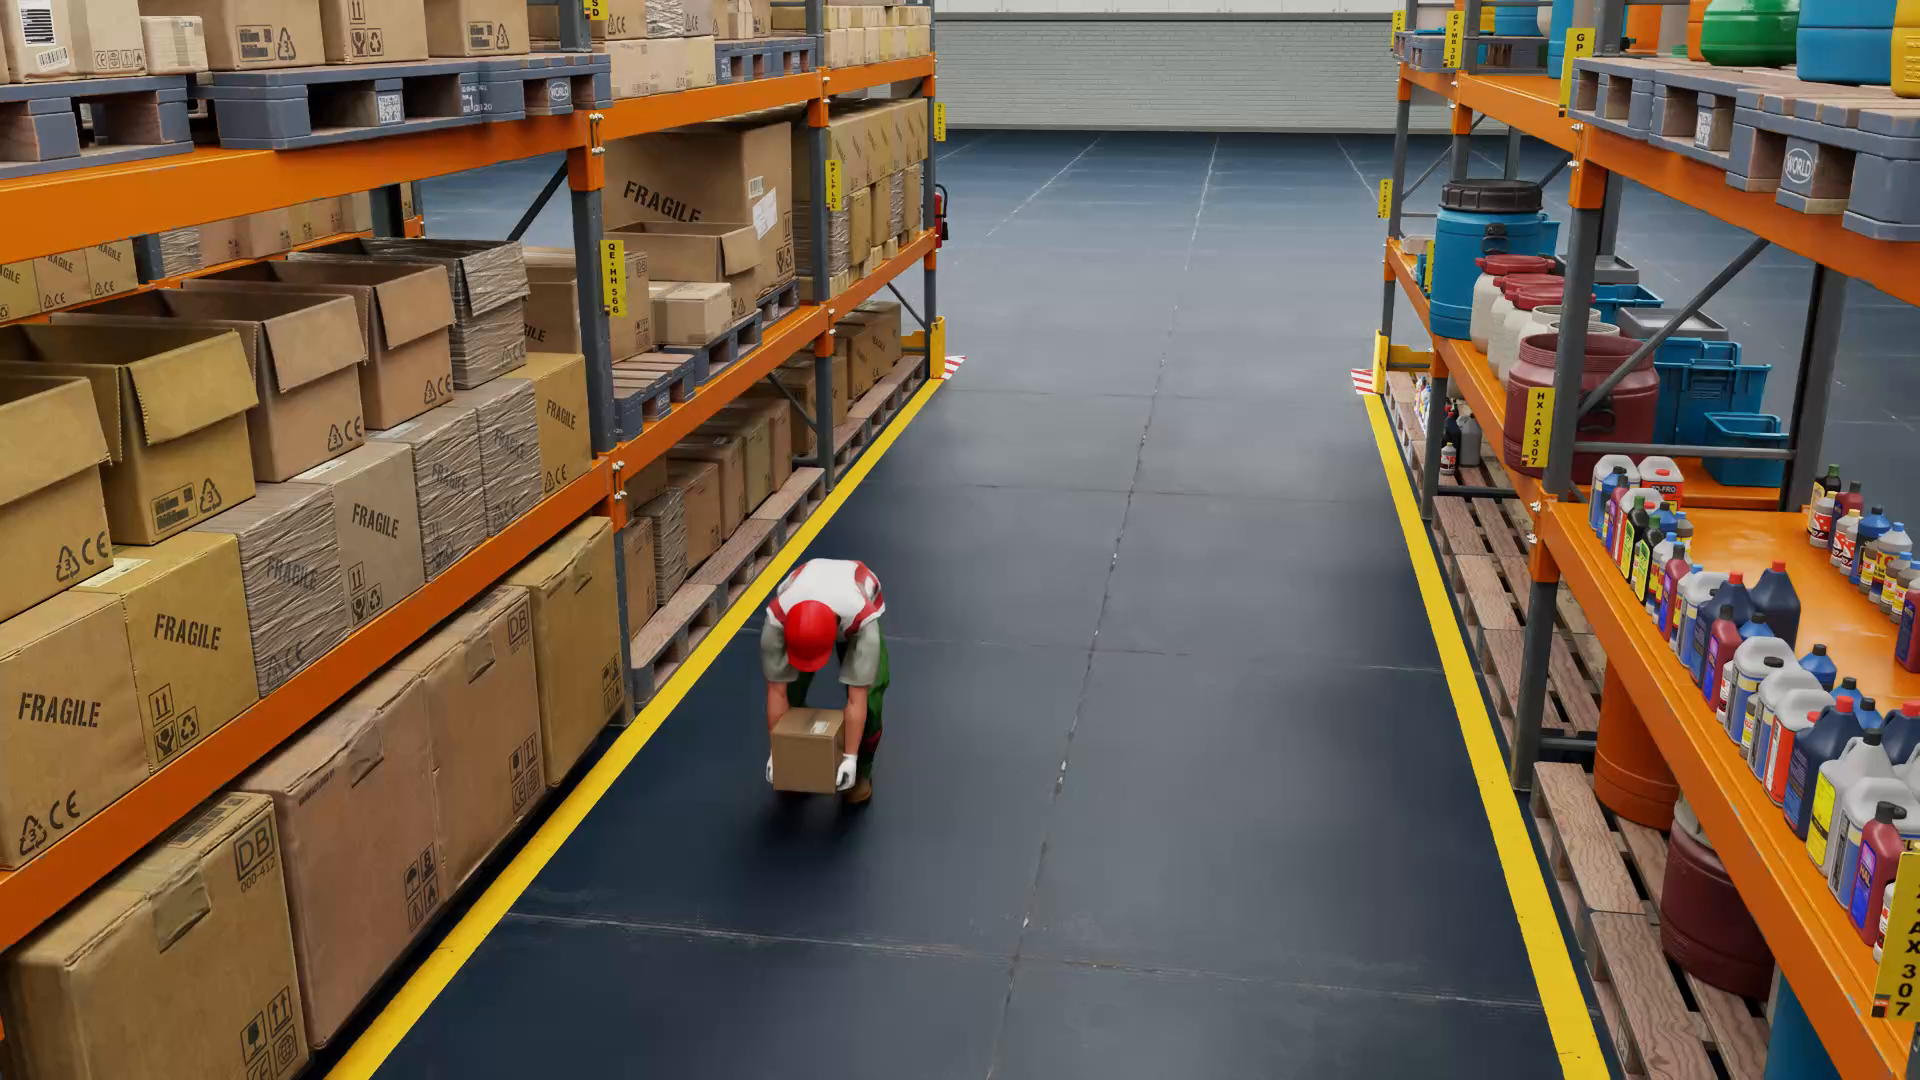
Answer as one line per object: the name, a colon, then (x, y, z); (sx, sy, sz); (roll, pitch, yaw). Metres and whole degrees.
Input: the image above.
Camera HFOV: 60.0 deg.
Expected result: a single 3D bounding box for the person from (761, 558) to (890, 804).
person: (-0.557, 0.614, 6.818); (0.522, 1.039, 0.958); (2, 18, 6)
